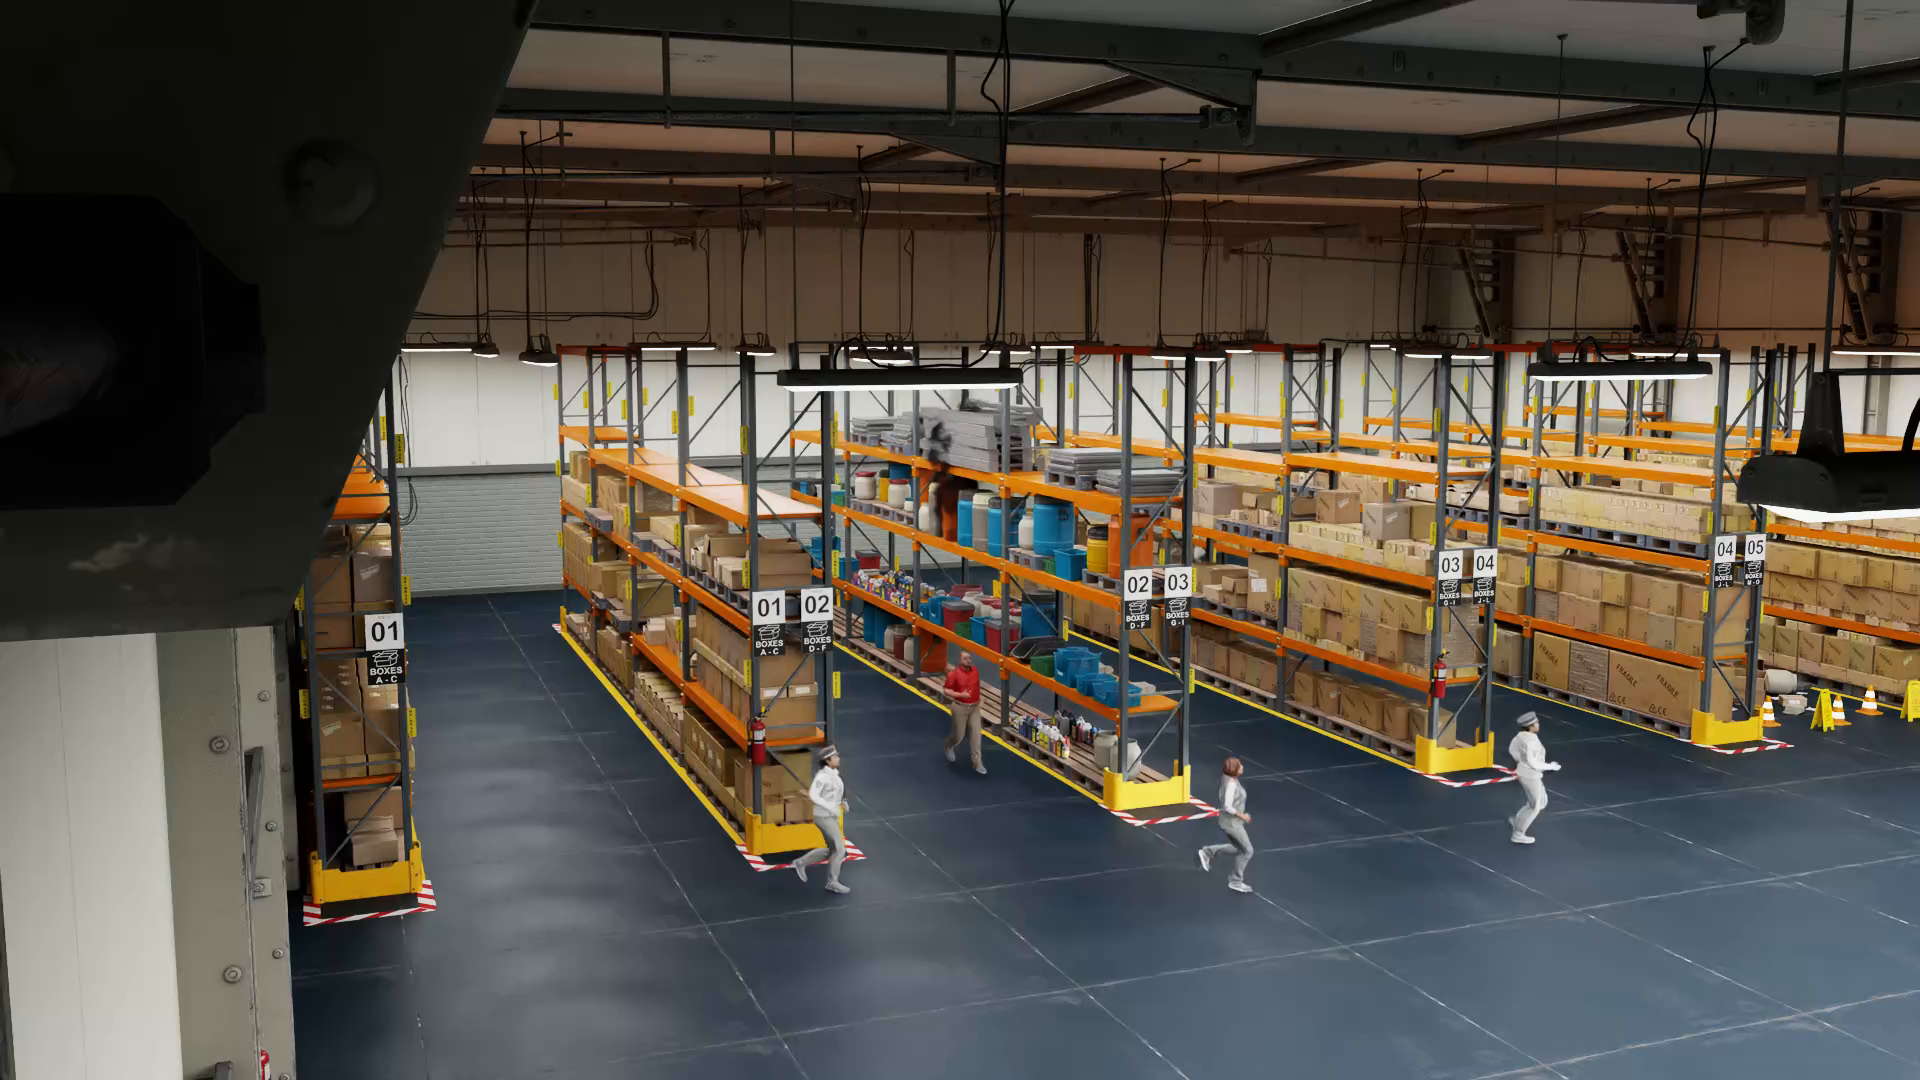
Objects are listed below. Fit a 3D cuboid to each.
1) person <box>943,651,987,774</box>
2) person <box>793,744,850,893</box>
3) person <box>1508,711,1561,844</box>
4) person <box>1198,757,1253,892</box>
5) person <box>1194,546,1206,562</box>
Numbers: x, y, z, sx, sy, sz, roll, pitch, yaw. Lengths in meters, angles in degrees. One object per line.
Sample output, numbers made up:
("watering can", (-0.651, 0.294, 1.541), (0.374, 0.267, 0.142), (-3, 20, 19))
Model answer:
("person", (0.084, 2.427, 23.811), (0.665, 1.699, 1.010), (-4, 8, -28))
("person", (-1.551, 3.138, 18.900), (0.690, 1.659, 0.659), (2, 7, 13))
("person", (7.069, 2.911, 20.453), (0.546, 1.655, 0.603), (1, 7, 5))
("person", (3.006, 3.207, 18.745), (0.606, 1.557, 0.564), (0, 7, -1))
("person", (5.945, 0.195, 41.864), (0.531, 1.728, 0.991), (1, 7, 10))
